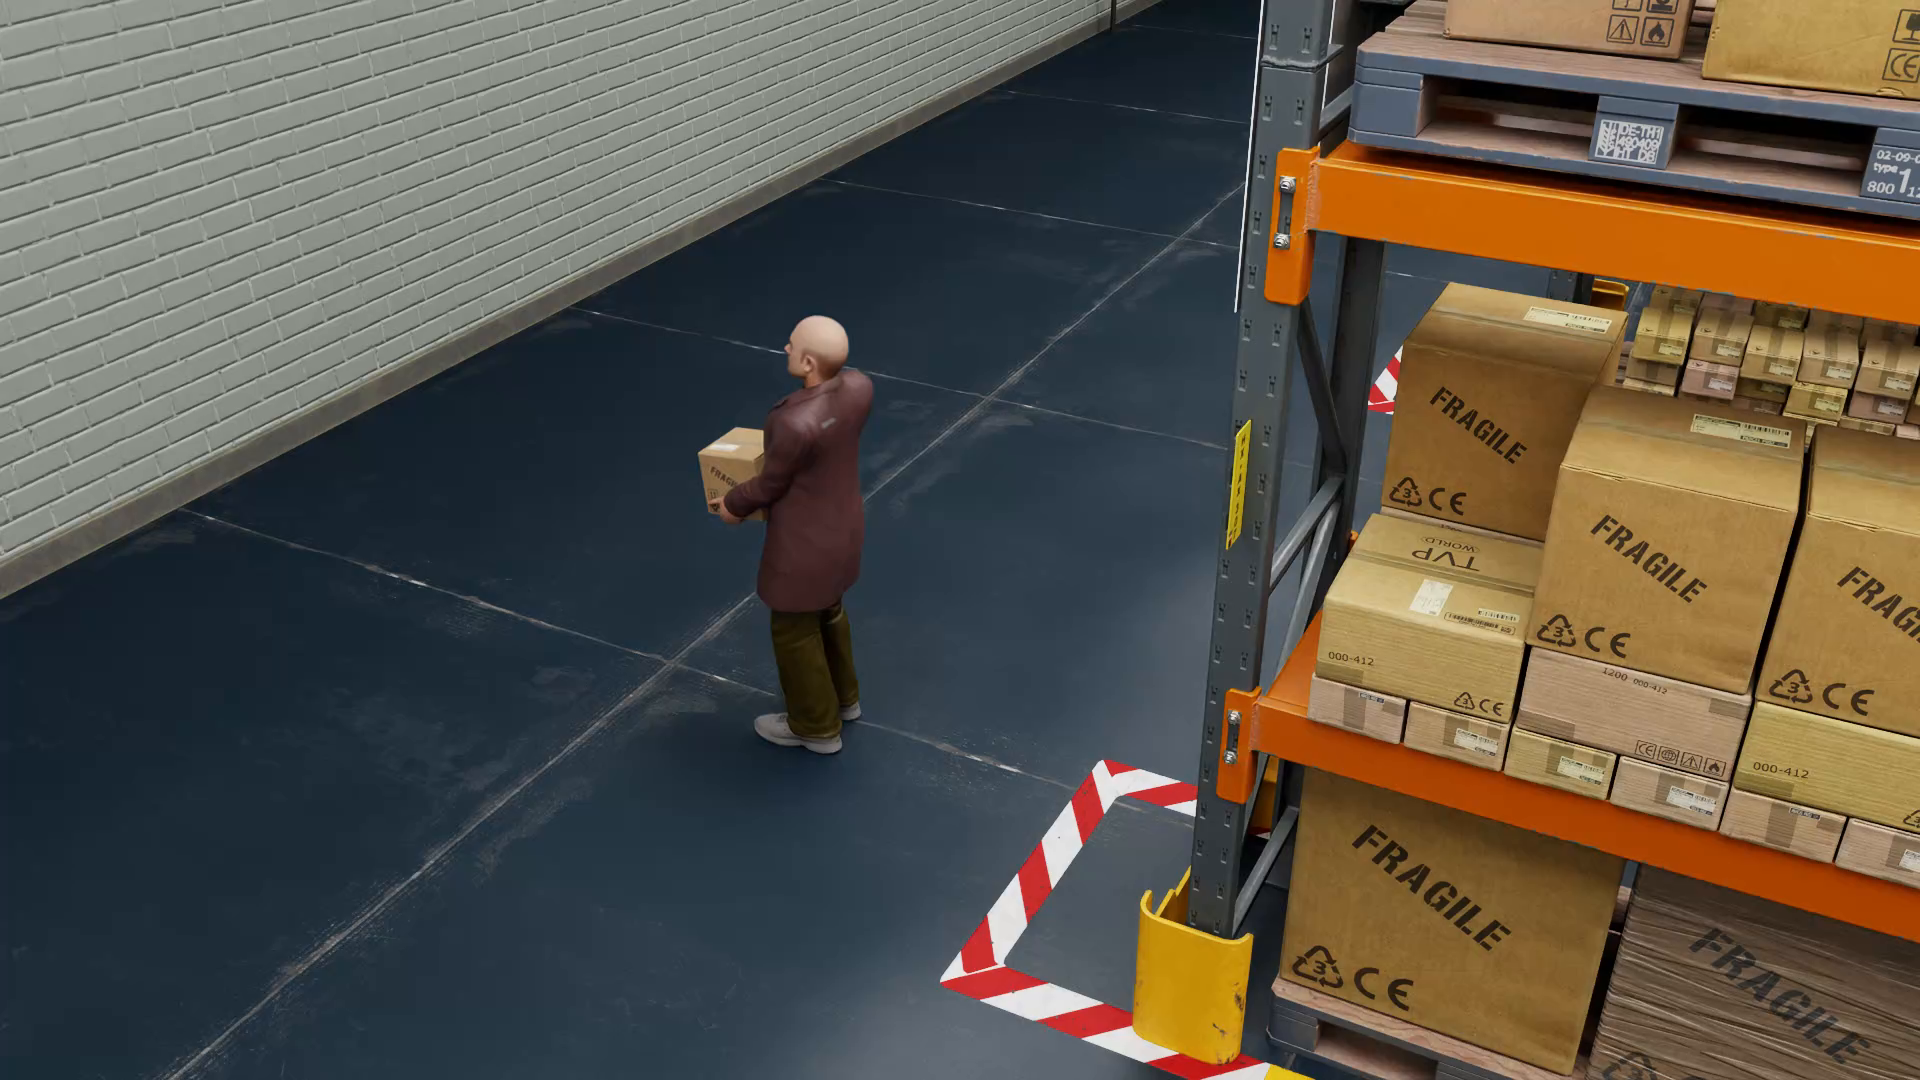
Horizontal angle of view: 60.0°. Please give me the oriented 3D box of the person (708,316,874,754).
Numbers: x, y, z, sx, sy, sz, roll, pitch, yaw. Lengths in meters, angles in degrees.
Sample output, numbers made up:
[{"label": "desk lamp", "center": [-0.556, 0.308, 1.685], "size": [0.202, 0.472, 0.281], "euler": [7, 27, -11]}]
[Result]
[{"label": "person", "center": [-0.632, -0.041, 6.222], "size": [0.563, 1.769, 0.527], "euler": [14, 33, 24]}]
